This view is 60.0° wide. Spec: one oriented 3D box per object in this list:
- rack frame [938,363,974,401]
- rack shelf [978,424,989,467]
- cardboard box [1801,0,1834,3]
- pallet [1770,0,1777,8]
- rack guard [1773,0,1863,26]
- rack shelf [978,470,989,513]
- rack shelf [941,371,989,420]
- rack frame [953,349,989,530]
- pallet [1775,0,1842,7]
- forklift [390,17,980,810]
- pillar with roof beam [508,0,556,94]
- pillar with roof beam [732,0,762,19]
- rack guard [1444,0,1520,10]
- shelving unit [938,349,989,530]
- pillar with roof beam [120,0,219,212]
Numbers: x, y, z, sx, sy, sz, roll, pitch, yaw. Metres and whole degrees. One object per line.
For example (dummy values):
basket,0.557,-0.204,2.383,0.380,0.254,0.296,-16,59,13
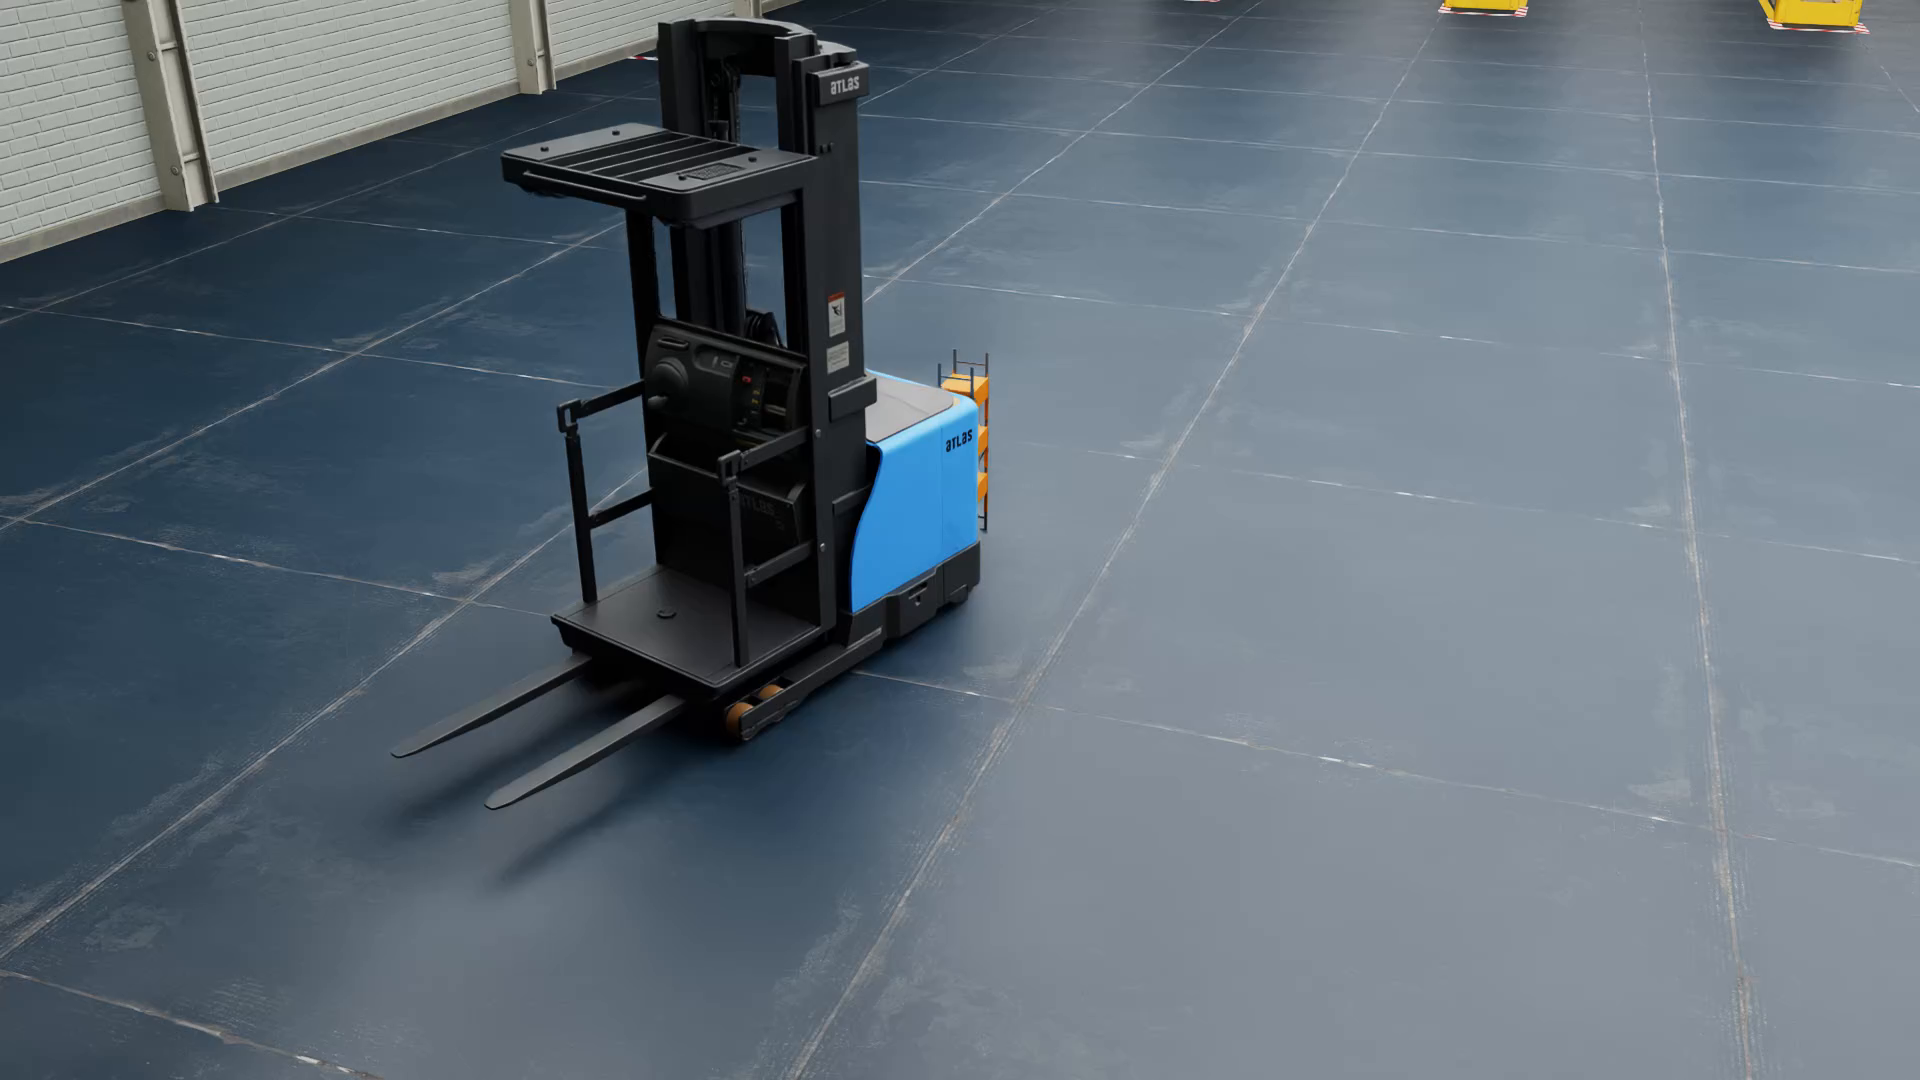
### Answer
rack frame,-0.023,-0.444,8.963,0.200,1.050,0.008,9,27,17
rack shelf,0.018,-0.485,9.071,0.215,0.259,0.240,9,27,17
cardboard box,13.495,-8.687,26.135,0.500,0.500,0.500,14,29,27
pallet,14.008,-8.973,27.540,1.003,0.211,1.213,9,27,17
rack guard,13.297,-8.275,25.766,1.175,0.500,0.348,9,27,17
rack shelf,0.018,-0.235,9.192,0.215,0.259,0.240,9,27,17
rack shelf,0.018,-0.740,8.948,0.215,0.259,0.240,9,27,17
rack frame,0.058,-0.545,9.170,0.200,1.050,0.008,9,27,17
pallet,13.600,-8.473,26.508,1.003,0.211,1.213,9,27,17
forklift,-1.188,-0.670,7.270,1.130,2.935,3.031,18,31,33
pillar with roof beam,-1.258,-9.081,17.679,9.100,9.000,0.400,9,27,17
pillar with roof beam,0.739,-11.547,22.772,9.100,9.000,0.400,9,27,17
rack guard,8.582,-9.000,27.264,1.175,0.500,0.348,9,27,17
shelving unit,0.018,-0.495,9.067,0.215,1.050,0.252,9,27,17
pillar with roof beam,-3.255,-6.615,12.587,9.100,9.000,0.400,9,27,17
